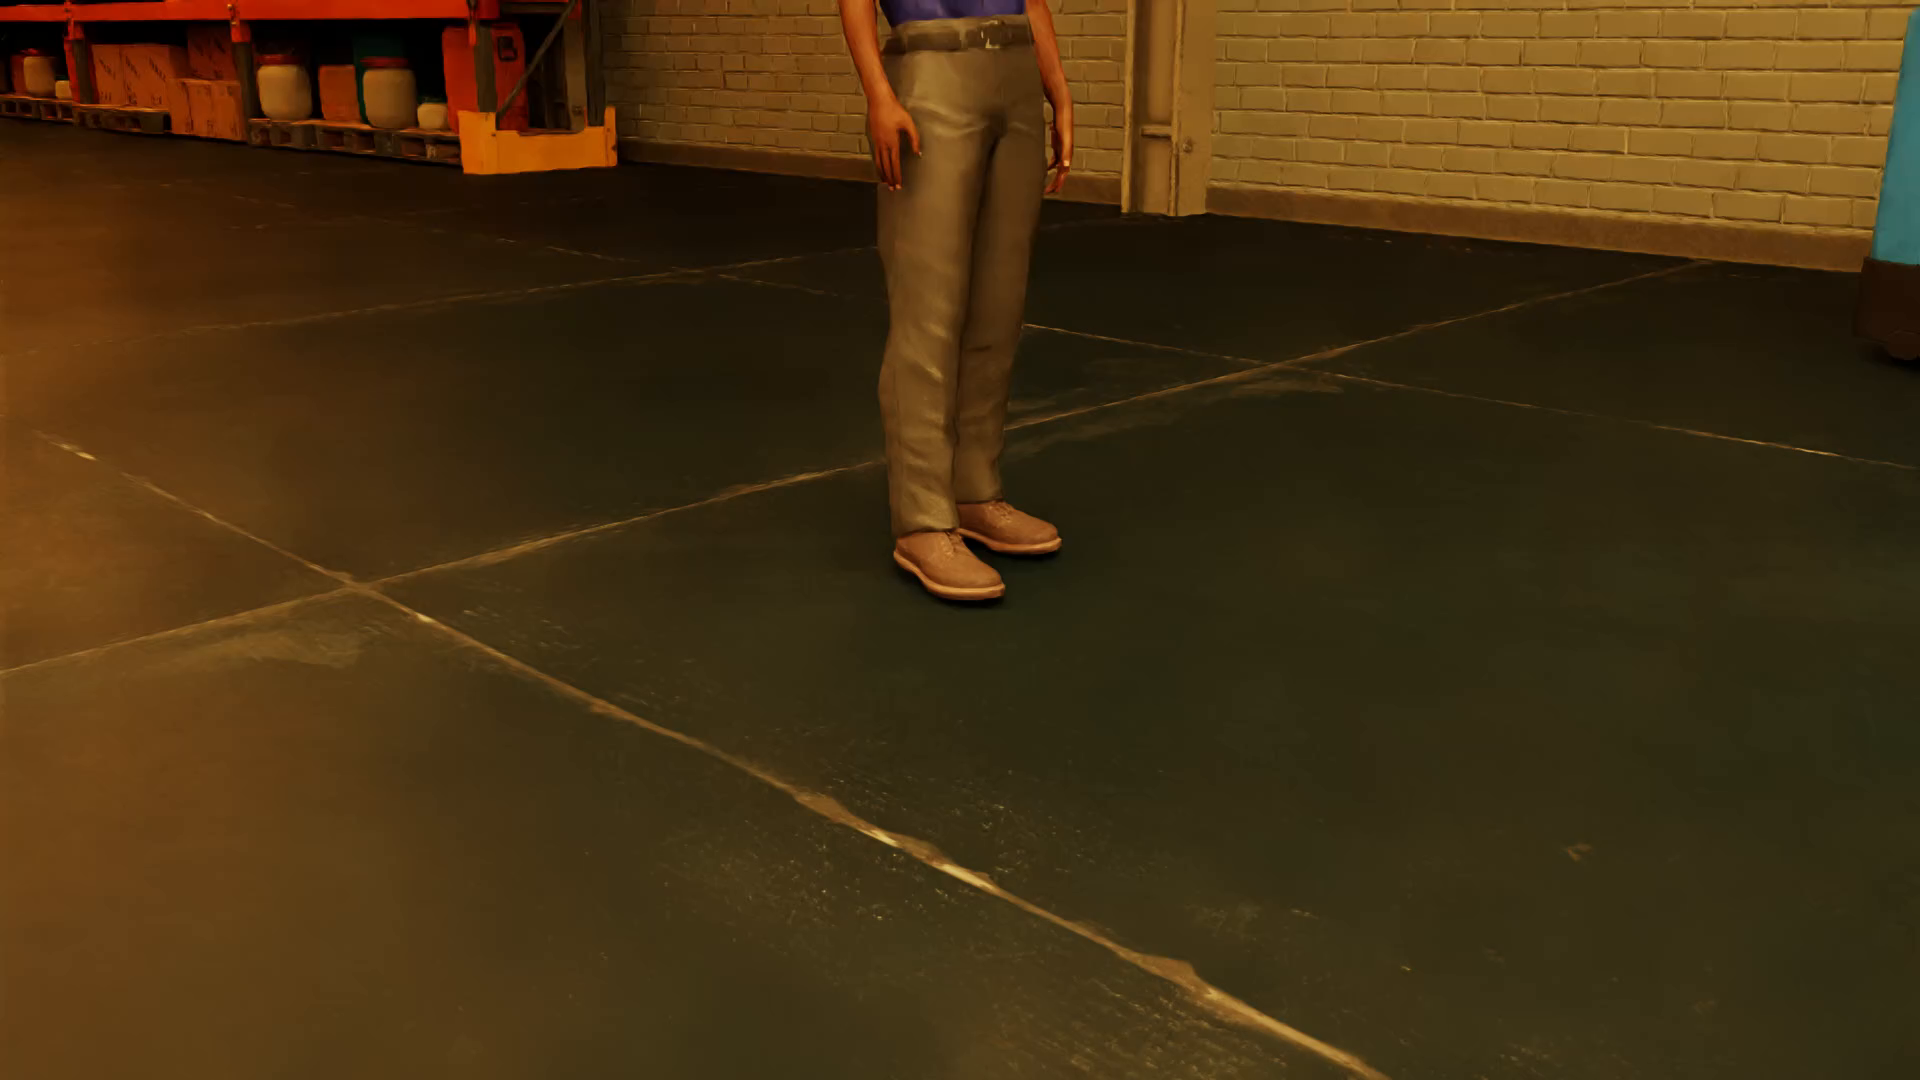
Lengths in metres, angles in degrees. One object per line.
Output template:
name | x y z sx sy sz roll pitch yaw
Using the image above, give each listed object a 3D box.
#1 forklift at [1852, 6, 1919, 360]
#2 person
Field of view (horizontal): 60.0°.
forklift | 3.908 -1.652 3.778 1.130 2.935 3.031 -8 19 -24
person | 0.049 -0.775 3.077 0.503 1.654 0.570 16 23 42
